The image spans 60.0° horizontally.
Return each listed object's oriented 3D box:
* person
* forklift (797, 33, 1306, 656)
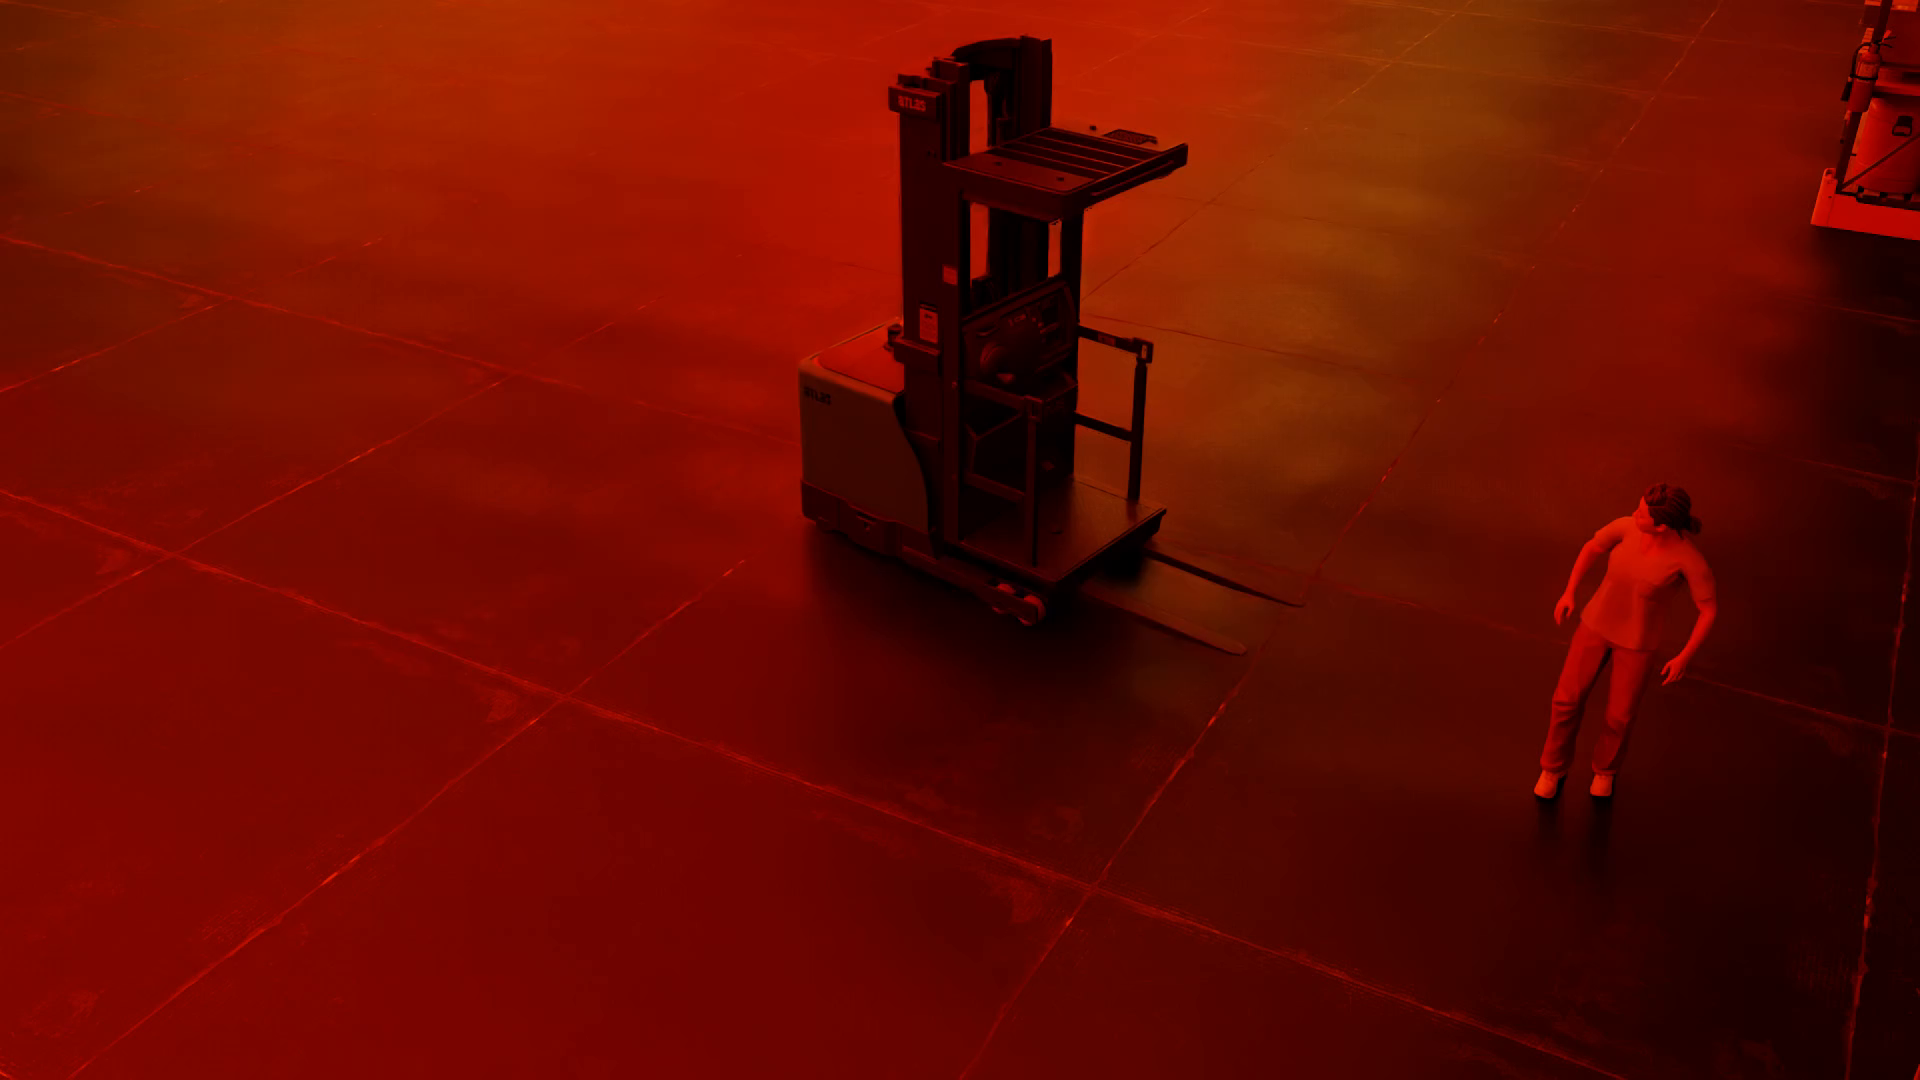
[{"bbox_3d":[3.005,0.477,7.531,0.660,1.650,0.481,21,36,32],"label":"person"},{"bbox_3d":[0.492,-1.095,8.968,3.031,2.935,1.130,22,37,34],"label":"forklift"}]
